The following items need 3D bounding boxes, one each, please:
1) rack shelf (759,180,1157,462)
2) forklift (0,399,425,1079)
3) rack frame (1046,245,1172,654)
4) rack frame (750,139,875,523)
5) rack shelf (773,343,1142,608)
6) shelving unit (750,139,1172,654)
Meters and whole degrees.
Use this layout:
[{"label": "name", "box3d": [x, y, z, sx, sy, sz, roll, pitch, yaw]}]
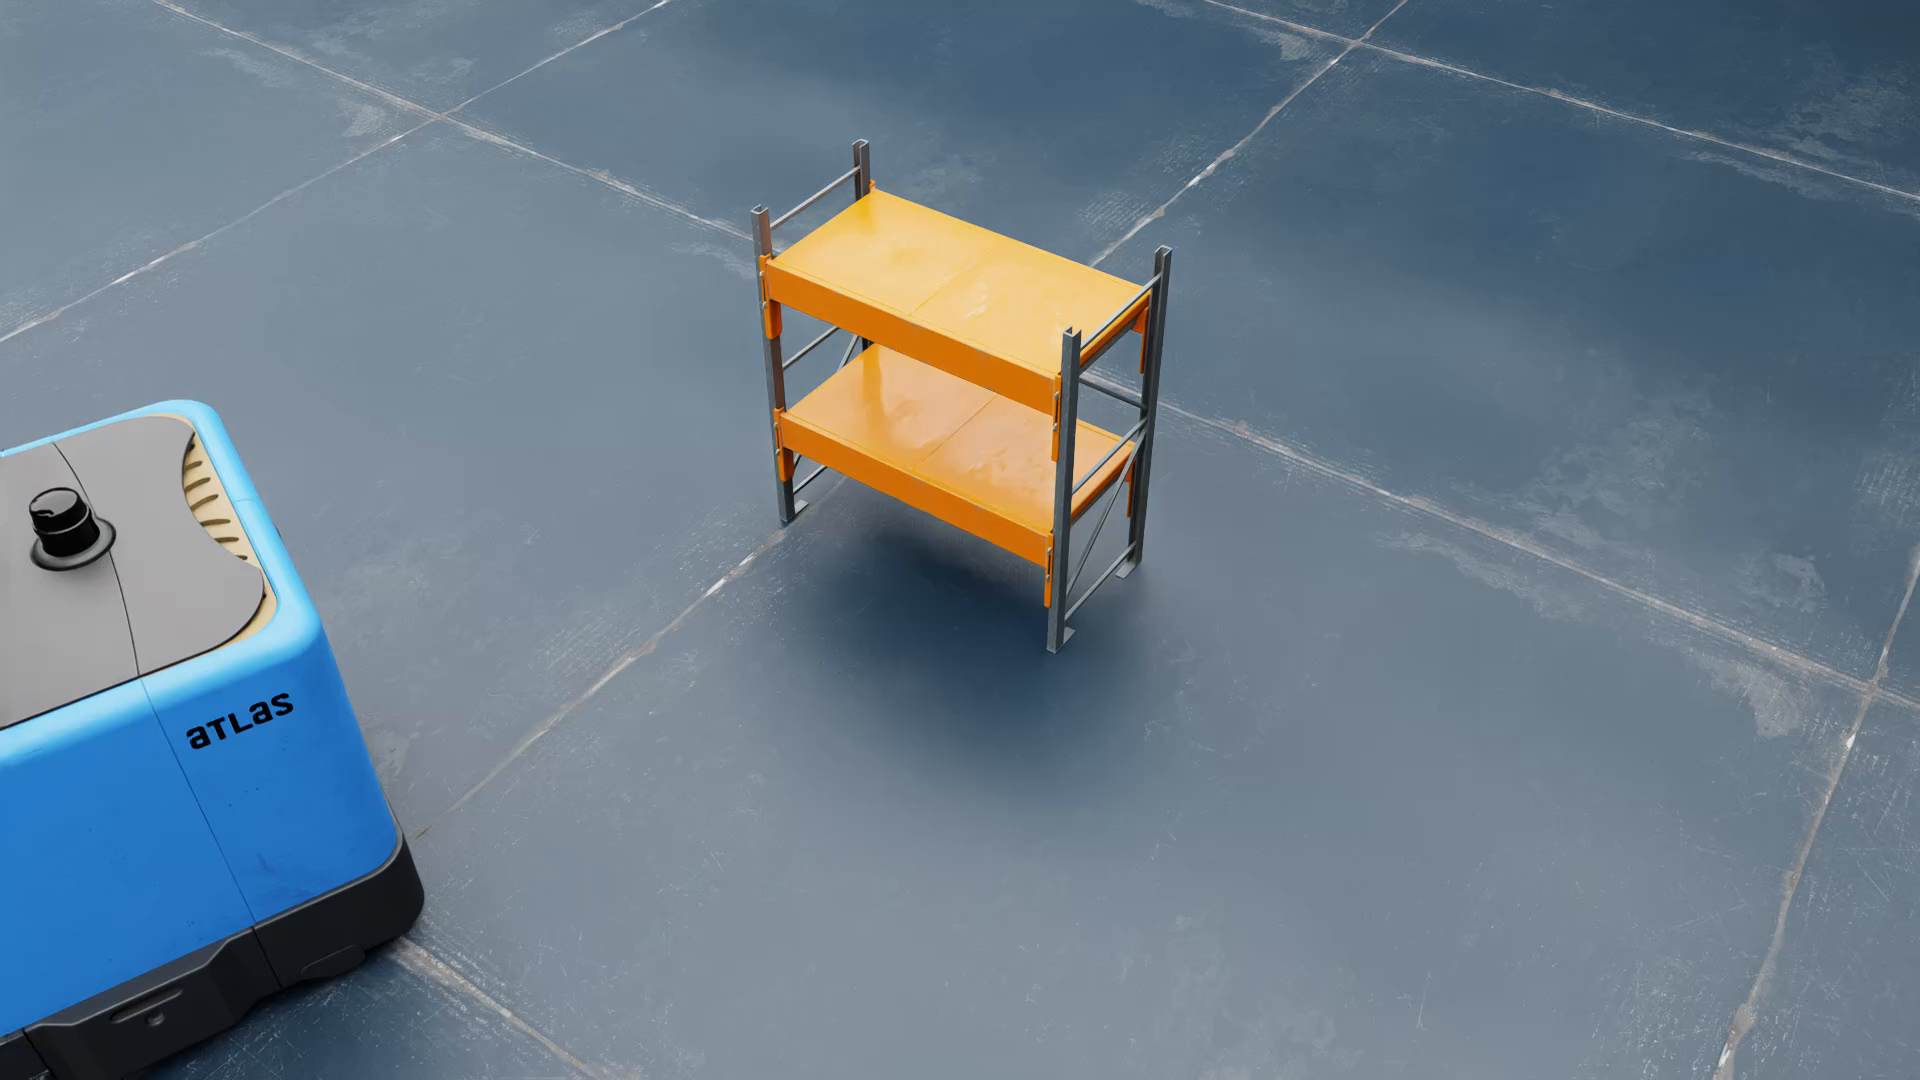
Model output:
[{"label": "rack shelf", "box3d": [-0.006, -0.640, 4.683, 1.000, 0.278, 0.538, 25, 48, 25]}, {"label": "forklift", "box3d": [-2.850, 0.141, 2.894, 3.031, 2.935, 1.130, -23, 47, -24]}, {"label": "rack frame", "box3d": [0.411, -0.227, 4.660, 0.032, 1.125, 0.500, 25, 48, 25]}, {"label": "rack frame", "box3d": [-0.422, -0.616, 5.095, 0.032, 1.125, 0.500, 25, 48, 25]}, {"label": "rack shelf", "box3d": [-0.006, -0.240, 5.041, 1.000, 0.278, 0.538, 25, 48, 25]}, {"label": "shelving unit", "box3d": [-0.006, -0.422, 4.878, 1.048, 1.125, 0.538, 25, 48, 25]}]
